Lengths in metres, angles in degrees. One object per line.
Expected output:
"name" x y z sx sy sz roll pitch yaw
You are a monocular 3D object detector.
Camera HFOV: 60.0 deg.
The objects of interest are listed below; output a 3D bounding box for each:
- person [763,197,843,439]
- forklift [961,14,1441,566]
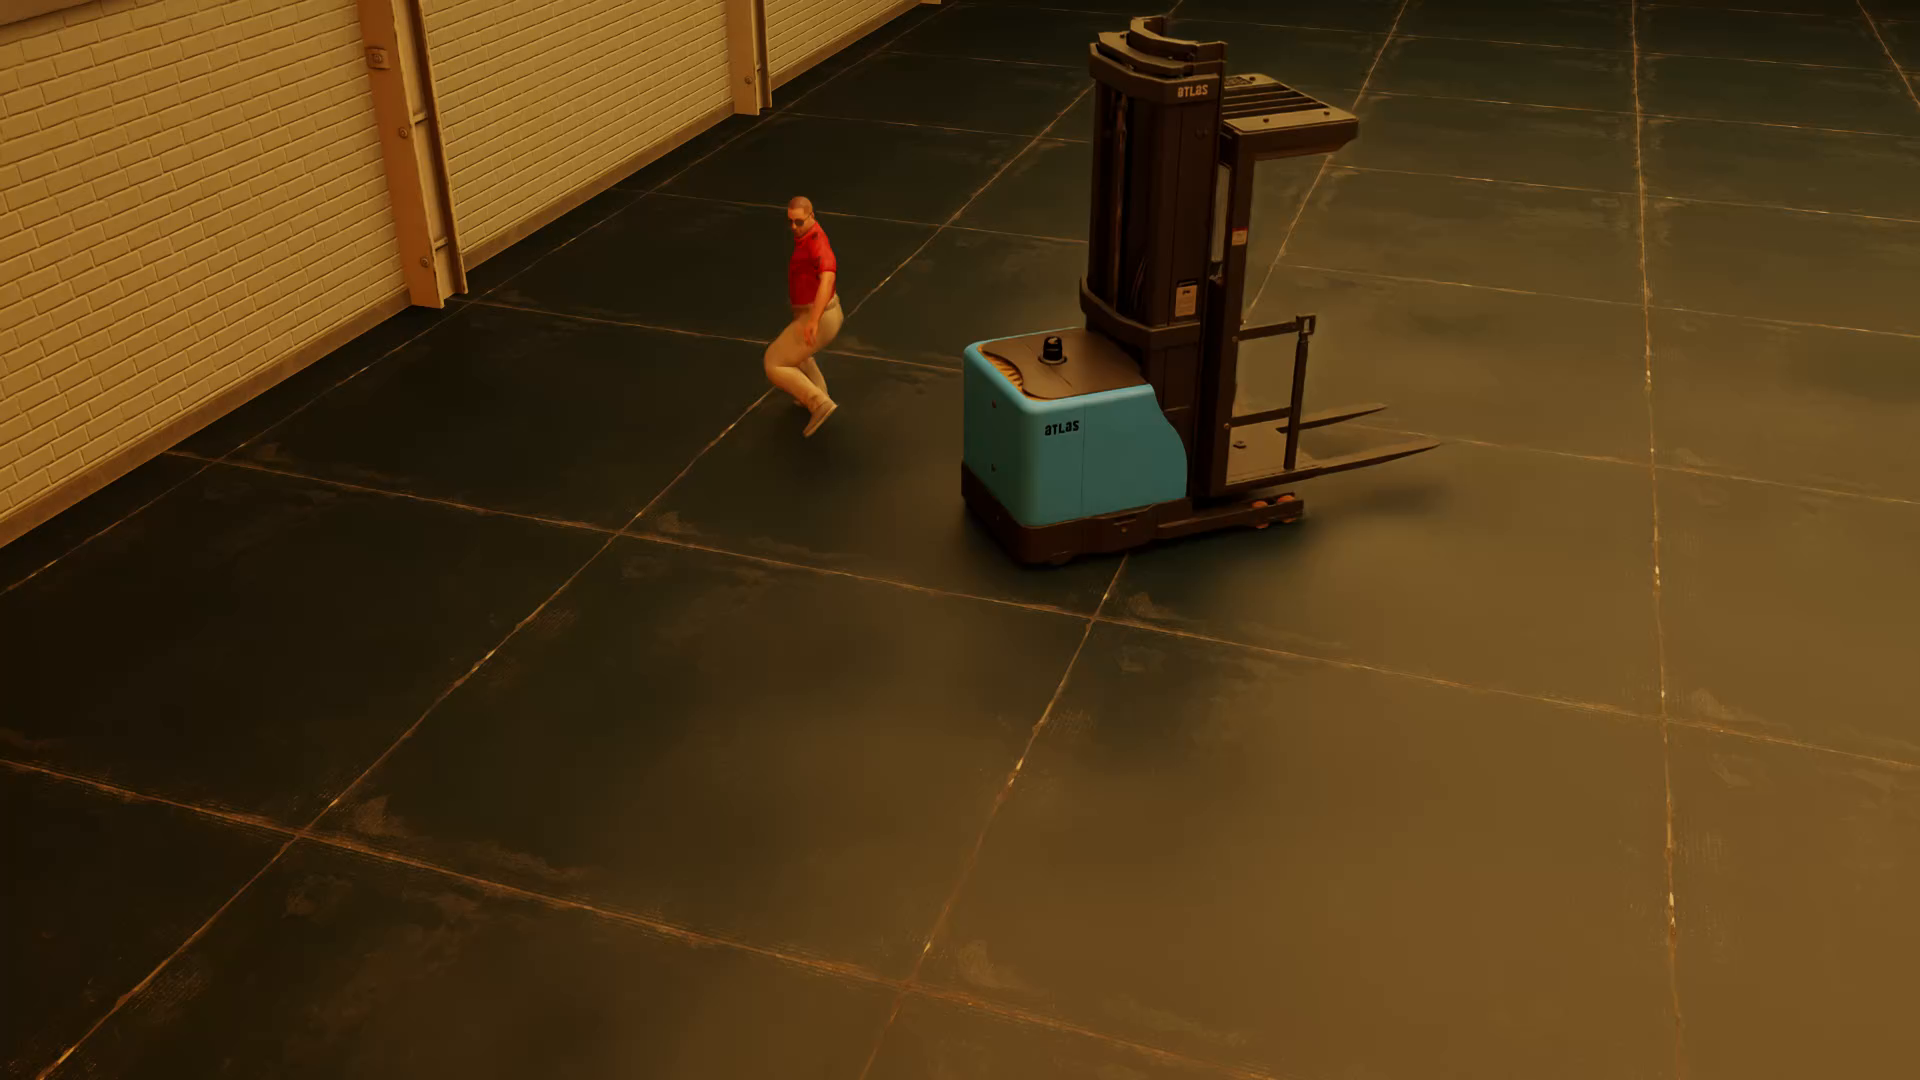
"person" -1.030 -1.515 11.183 0.516 1.620 0.997 3 30 5
"forklift" 1.577 -1.576 9.901 3.031 2.935 1.130 -11 32 -19
